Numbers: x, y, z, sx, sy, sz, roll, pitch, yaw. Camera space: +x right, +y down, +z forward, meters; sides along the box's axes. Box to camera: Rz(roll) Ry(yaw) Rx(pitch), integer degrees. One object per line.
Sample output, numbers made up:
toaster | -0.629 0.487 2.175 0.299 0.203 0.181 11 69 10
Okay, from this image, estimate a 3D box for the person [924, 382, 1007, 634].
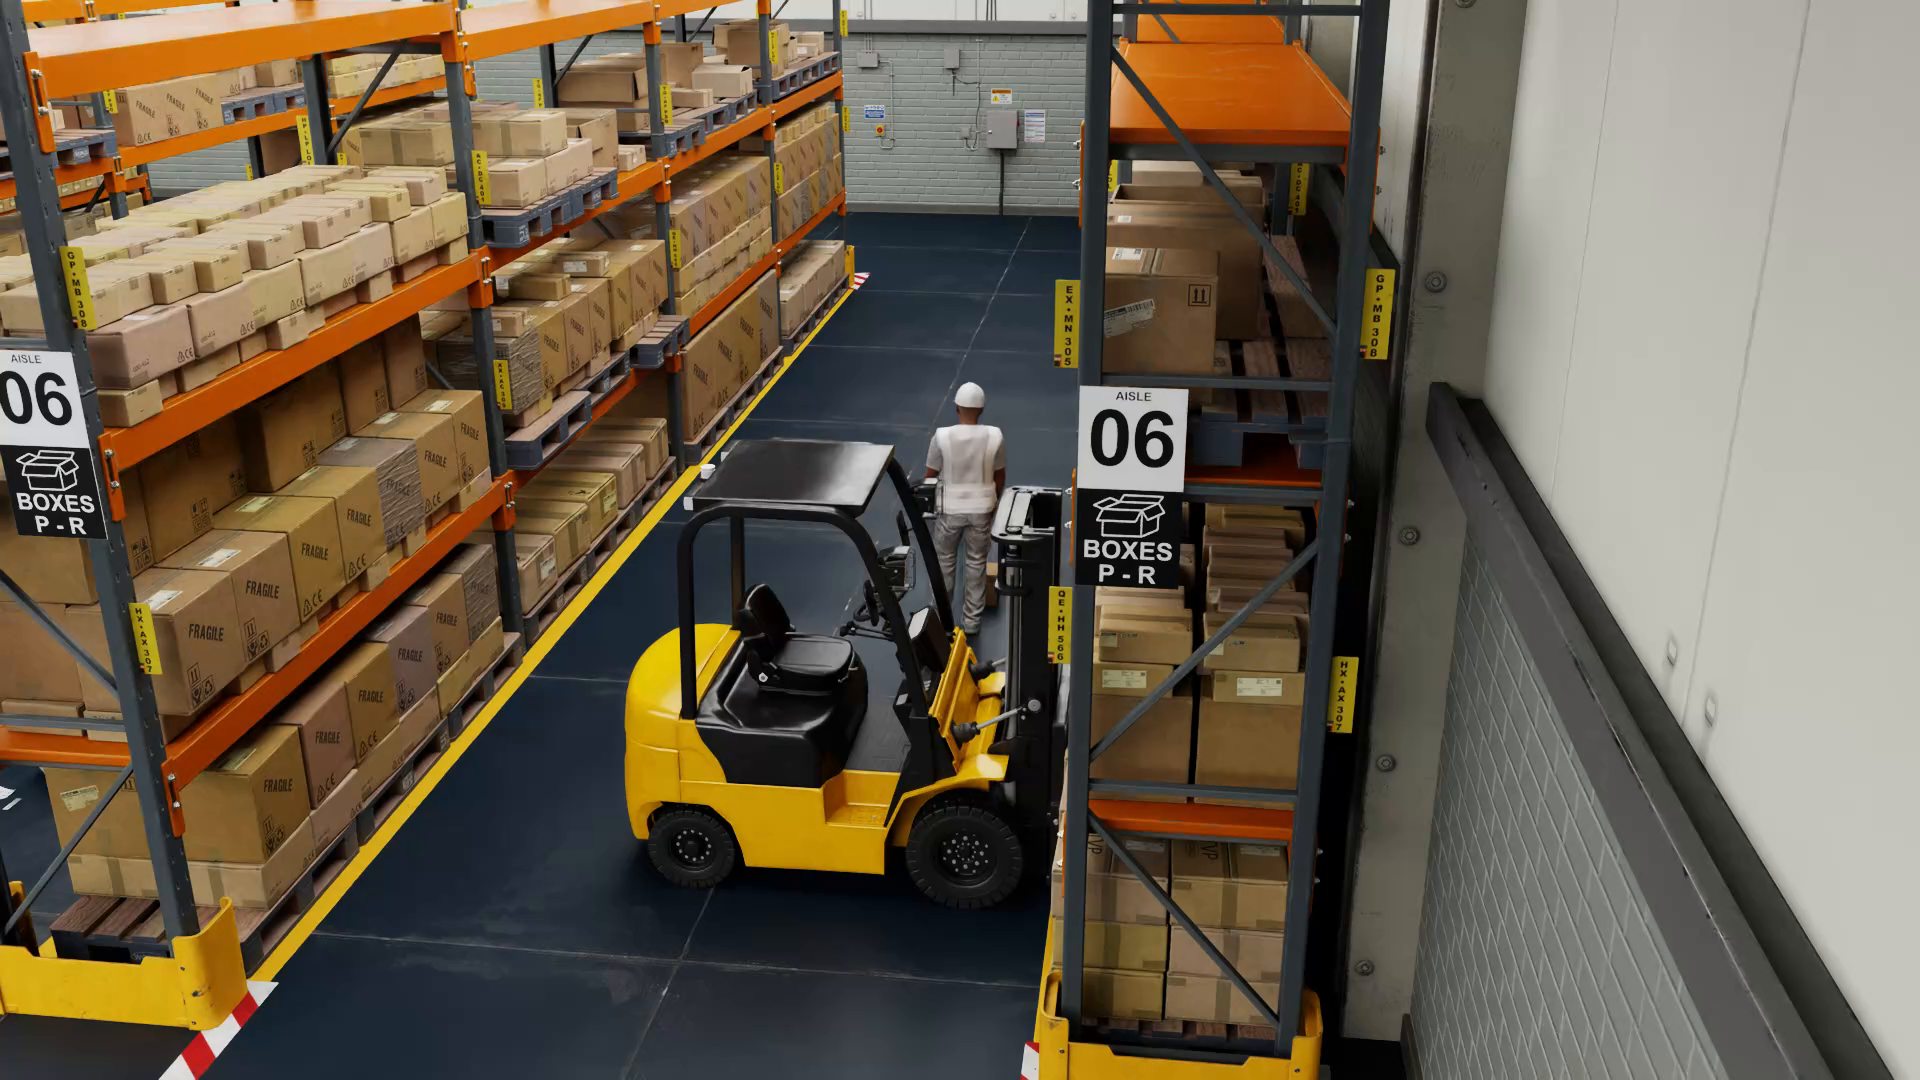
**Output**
person | 0.025 -0.231 11.644 0.585 1.813 0.493 -1 21 -4
